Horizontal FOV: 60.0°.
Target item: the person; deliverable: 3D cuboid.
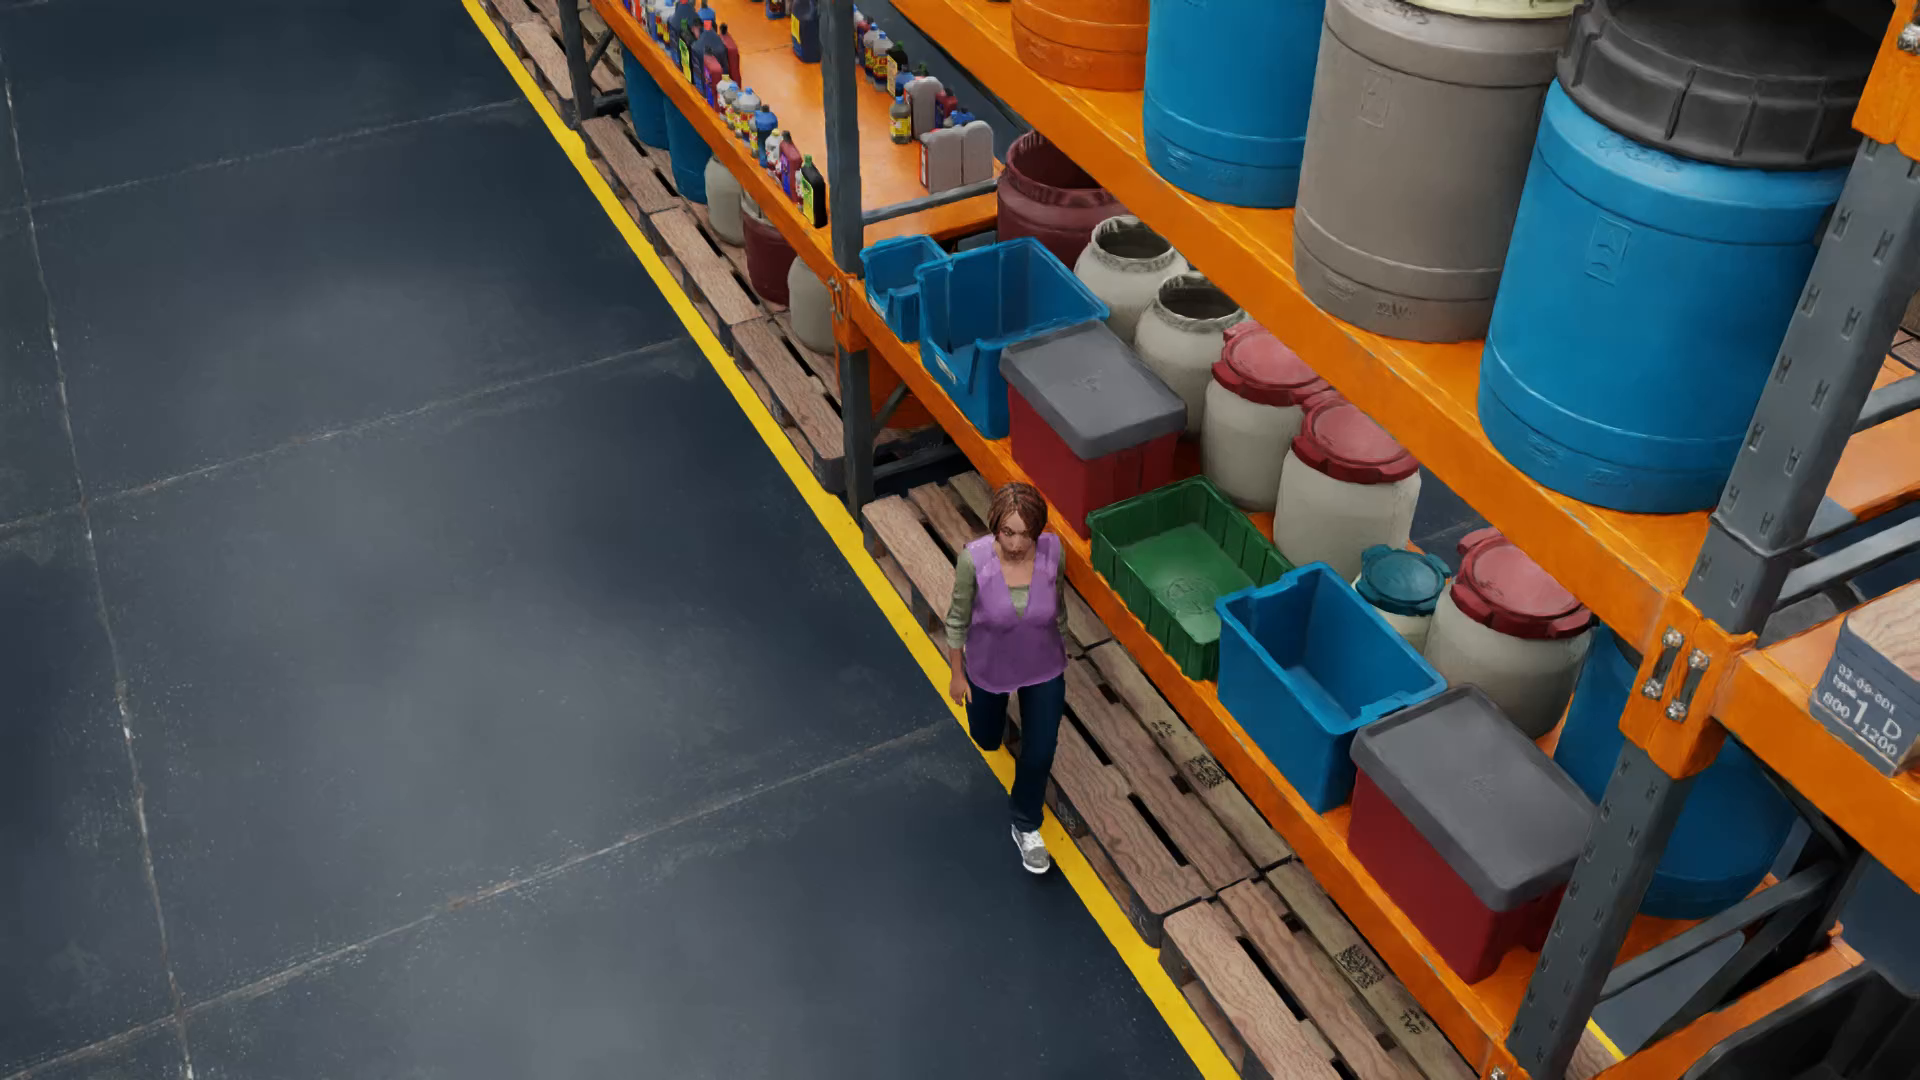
[{"bbox_3d":[0.155,0.386,5.750,0.424,1.558,0.801,-5,42,-5],"label":"person"}]
